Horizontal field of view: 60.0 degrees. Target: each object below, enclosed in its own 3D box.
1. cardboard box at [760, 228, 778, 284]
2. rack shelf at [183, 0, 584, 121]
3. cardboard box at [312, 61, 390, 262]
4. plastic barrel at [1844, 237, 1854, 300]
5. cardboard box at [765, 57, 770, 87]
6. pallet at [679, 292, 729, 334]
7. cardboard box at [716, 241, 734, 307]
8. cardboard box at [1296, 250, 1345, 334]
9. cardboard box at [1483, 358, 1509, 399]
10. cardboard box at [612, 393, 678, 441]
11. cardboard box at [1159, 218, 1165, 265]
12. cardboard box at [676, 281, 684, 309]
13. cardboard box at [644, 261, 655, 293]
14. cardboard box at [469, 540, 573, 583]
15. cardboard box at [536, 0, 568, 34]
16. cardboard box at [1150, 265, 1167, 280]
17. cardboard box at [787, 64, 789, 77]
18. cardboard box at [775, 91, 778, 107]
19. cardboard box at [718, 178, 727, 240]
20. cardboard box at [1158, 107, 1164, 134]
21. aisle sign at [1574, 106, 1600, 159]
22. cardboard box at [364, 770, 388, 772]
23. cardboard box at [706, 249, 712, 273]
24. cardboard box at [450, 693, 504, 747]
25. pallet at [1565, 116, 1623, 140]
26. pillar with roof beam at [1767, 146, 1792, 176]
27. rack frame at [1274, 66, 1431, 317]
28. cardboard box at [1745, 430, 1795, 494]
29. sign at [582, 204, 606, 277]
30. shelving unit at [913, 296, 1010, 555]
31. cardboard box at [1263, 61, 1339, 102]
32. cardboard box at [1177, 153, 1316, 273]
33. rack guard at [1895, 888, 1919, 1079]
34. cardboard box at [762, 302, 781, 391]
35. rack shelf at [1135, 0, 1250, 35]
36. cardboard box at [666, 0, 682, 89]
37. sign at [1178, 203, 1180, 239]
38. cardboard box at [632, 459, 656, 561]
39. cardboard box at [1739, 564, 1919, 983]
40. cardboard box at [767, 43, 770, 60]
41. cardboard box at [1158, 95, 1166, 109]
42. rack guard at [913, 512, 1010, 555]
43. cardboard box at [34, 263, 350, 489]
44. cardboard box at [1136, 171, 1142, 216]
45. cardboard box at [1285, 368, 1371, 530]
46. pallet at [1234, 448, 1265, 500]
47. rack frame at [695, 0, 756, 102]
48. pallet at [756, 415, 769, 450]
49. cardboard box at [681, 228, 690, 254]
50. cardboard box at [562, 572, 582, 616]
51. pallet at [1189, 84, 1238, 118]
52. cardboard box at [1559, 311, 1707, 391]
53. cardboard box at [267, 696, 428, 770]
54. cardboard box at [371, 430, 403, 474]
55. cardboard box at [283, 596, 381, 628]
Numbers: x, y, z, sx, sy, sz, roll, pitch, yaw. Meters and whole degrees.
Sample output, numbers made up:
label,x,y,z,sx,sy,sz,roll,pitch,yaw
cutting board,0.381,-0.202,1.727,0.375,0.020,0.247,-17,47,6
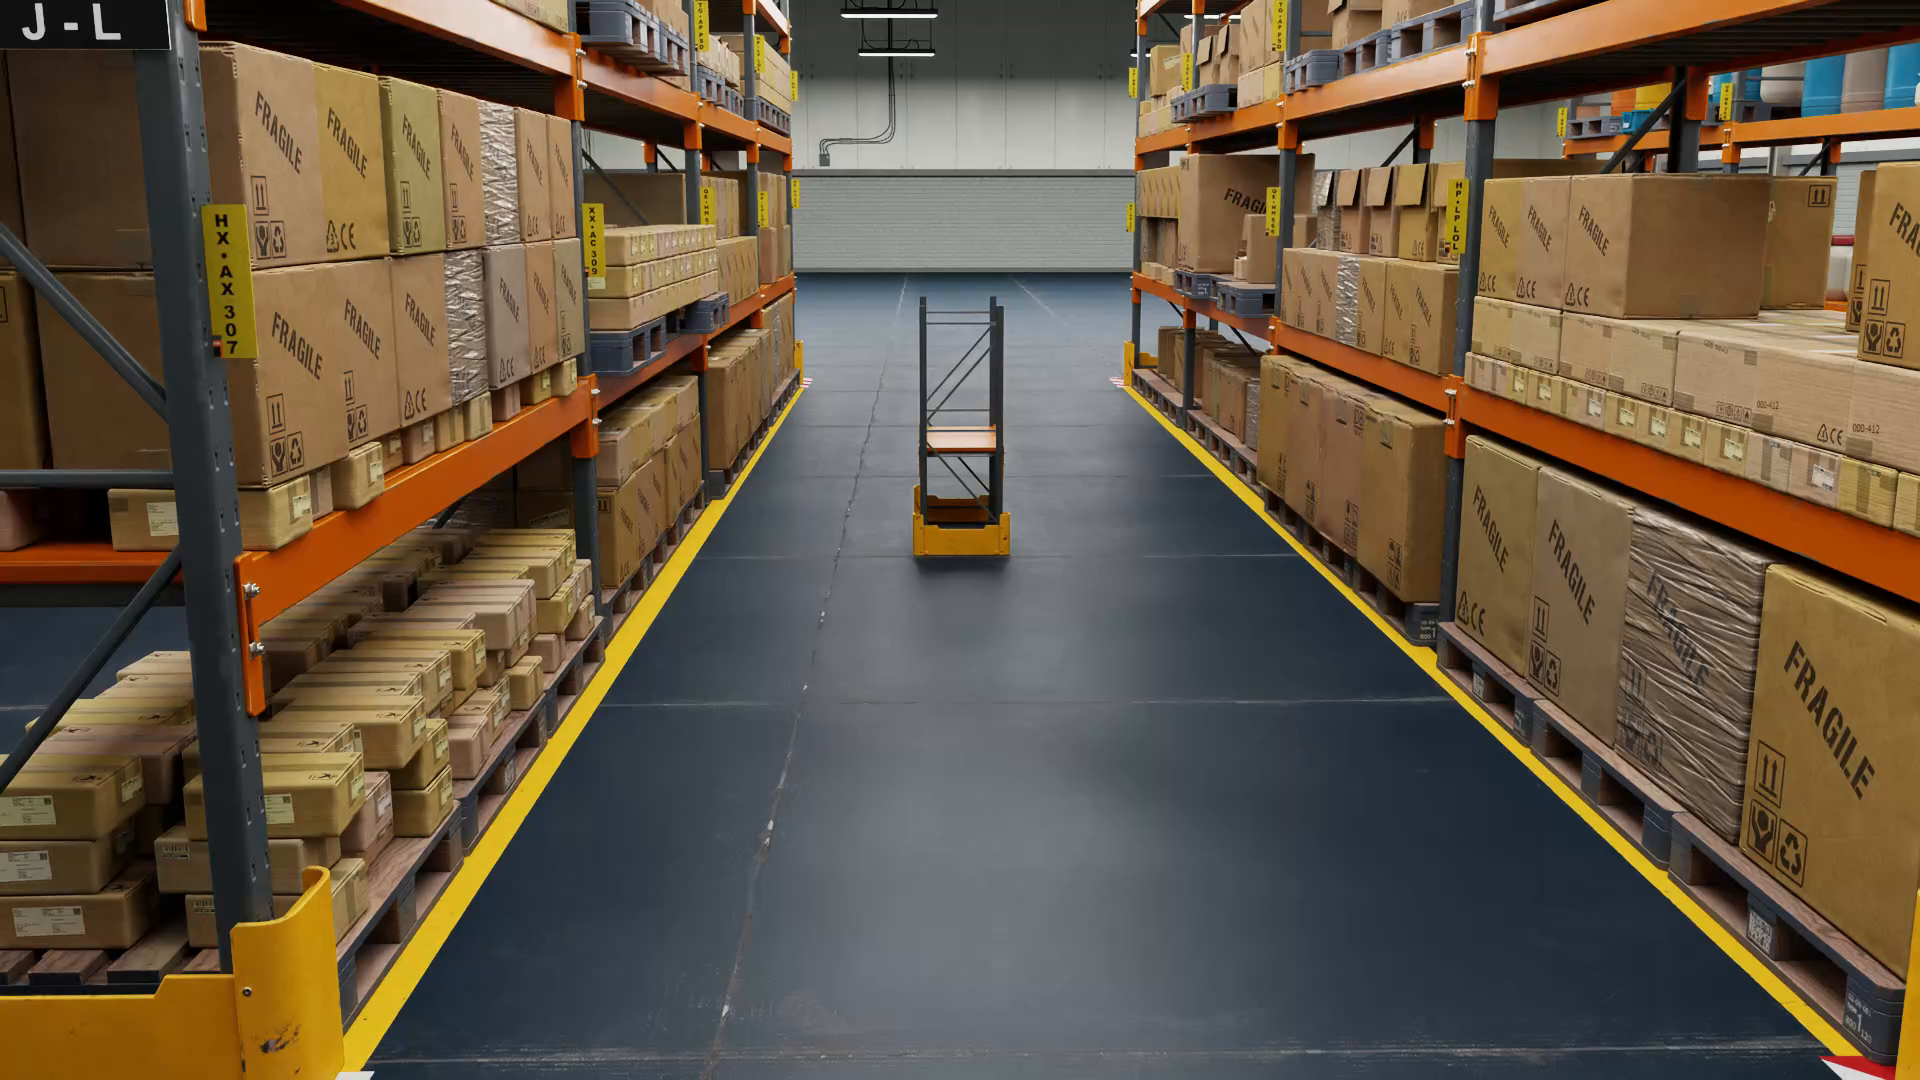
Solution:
label,x,y,z,sx,sy,sz,roll,pitch,yaw
cardboard box,-2.307,-2.876,16.816,0.875,0.550,0.550,0,11,-1
rack shelf,-2.153,-1.642,5.374,1.077,0.370,4.000,0,11,-1
cardboard box,-1.873,-1.003,4.442,0.500,0.500,0.500,0,11,0
plastic barrel,7.377,-2.177,13.403,0.433,0.535,0.433,0,11,0
cardboard box,-2.102,-4.508,16.014,0.500,0.250,0.500,0,11,-2
pallet,-2.156,-1.482,10.803,1.213,0.211,1.003,0,11,-1
cardboard box,-2.040,-2.058,12.908,0.500,0.500,0.500,0,11,-1
cardboard box,2.435,-1.566,10.484,0.500,0.500,0.500,-1,11,-3
cardboard box,2.445,-0.687,7.033,0.380,0.149,0.250,-1,11,-3
cardboard box,-1.985,-0.729,9.955,0.500,0.250,0.500,0,11,0
cardboard box,2.600,-3.195,17.763,0.875,0.500,0.500,0,11,-1
cardboard box,-1.777,-1.395,9.465,0.380,0.149,0.250,-1,11,-4
cardboard box,-1.756,-1.334,8.416,0.380,0.149,0.250,0,11,0
cardboard box,-1.882,0.098,7.150,0.380,0.149,0.250,0,11,0
cardboard box,-1.915,-2.222,6.802,0.500,0.250,0.500,0,11,0
cardboard box,2.220,-2.829,17.589,0.380,0.149,0.250,0,11,-1
cardboard box,-2.093,-5.185,18.347,0.380,0.149,0.250,0,11,-1
cardboard box,-2.059,-4.490,16.928,0.380,0.149,0.250,0,11,0
cardboard box,-2.321,-2.750,13.804,0.700,0.500,0.500,0,11,-1
cardboard box,2.309,-4.303,17.059,0.500,0.250,0.500,0,11,1
aisle sign,7.176,-4.615,19.226,0.394,0.787,0.004,0,11,-1
cardboard box,-1.909,0.710,4.880,0.380,0.149,0.250,0,11,0
cardboard box,-1.805,-1.796,10.697,0.380,0.149,0.250,0,11,1
cardboard box,-1.848,0.651,5.918,0.380,0.149,0.250,0,11,-1
pallet,7.390,-4.541,18.328,1.003,0.211,1.213,0,11,-1
pillar with roof beam,13.578,-9.734,35.906,9.100,9.000,0.548,0,11,-1
rack frame,2.684,-1.718,11.481,1.000,3.000,0.127,0,11,-1
cardboard box,2.497,-0.225,4.756,0.380,0.149,0.250,0,11,0
sign,-1.652,-1.350,7.493,0.100,0.325,0.005,0,11,-1
shelving unit,-0.002,-0.750,10.485,0.587,1.500,1.083,0,11,-1
cardboard box,2.429,-3.208,11.659,0.500,0.250,0.500,0,11,-1
cardboard box,2.477,-2.854,14.518,1.000,1.000,1.000,0,11,-1
rack guard,2.849,1.102,3.868,1.175,0.500,0.348,0,11,-1
cardboard box,-2.326,-1.982,17.070,0.875,0.875,0.875,0,11,-1
rack shelf,2.560,-5.496,16.836,1.077,0.370,4.000,0,11,-1
cardboard box,-1.988,-3.025,10.128,0.500,0.500,0.500,0,11,-1
sign,2.059,-2.933,15.296,0.100,0.325,0.005,0,11,-1
cardboard box,-1.957,-0.156,9.015,0.500,0.500,0.500,0,11,1
cardboard box,2.756,0.581,4.438,0.875,0.875,0.875,0,11,-1
cardboard box,-2.045,-4.730,16.105,0.380,0.149,0.250,0,11,-2
cardboard box,2.286,-4.586,17.447,0.380,0.149,0.250,-1,11,-4
rack guard,0.009,-0.039,10.121,0.587,0.250,0.087,0,11,-1
cardboard box,-1.845,-0.412,4.047,0.500,0.500,0.500,0,11,2
cardboard box,2.257,-3.882,18.637,0.500,0.500,0.500,0,11,-1
cardboard box,2.688,-0.568,10.101,1.225,0.875,0.875,0,11,-1
pallet,2.669,-0.506,12.524,1.003,0.211,1.213,0,11,-1
rack frame,-2.360,-5.453,14.803,1.000,3.000,0.127,0,11,-1
pallet,-2.269,-0.993,14.922,1.003,0.211,1.213,0,11,-1
cardboard box,-1.784,-1.739,9.666,0.380,0.149,0.250,0,11,2
cardboard box,-1.852,0.238,7.206,0.380,0.149,0.250,-1,11,-4
pallet,2.532,-3.562,13.498,1.213,0.211,1.003,0,11,-1
cardboard box,2.536,-0.699,6.087,0.500,0.250,0.500,0,11,0
cardboard box,-1.786,0.562,4.861,0.380,0.149,0.250,0,11,-1
cardboard box,-1.913,-0.279,5.021,0.380,0.149,0.250,0,11,-2
cardboard box,-2.354,0.308,6.112,0.380,0.149,0.250,-1,11,-4
